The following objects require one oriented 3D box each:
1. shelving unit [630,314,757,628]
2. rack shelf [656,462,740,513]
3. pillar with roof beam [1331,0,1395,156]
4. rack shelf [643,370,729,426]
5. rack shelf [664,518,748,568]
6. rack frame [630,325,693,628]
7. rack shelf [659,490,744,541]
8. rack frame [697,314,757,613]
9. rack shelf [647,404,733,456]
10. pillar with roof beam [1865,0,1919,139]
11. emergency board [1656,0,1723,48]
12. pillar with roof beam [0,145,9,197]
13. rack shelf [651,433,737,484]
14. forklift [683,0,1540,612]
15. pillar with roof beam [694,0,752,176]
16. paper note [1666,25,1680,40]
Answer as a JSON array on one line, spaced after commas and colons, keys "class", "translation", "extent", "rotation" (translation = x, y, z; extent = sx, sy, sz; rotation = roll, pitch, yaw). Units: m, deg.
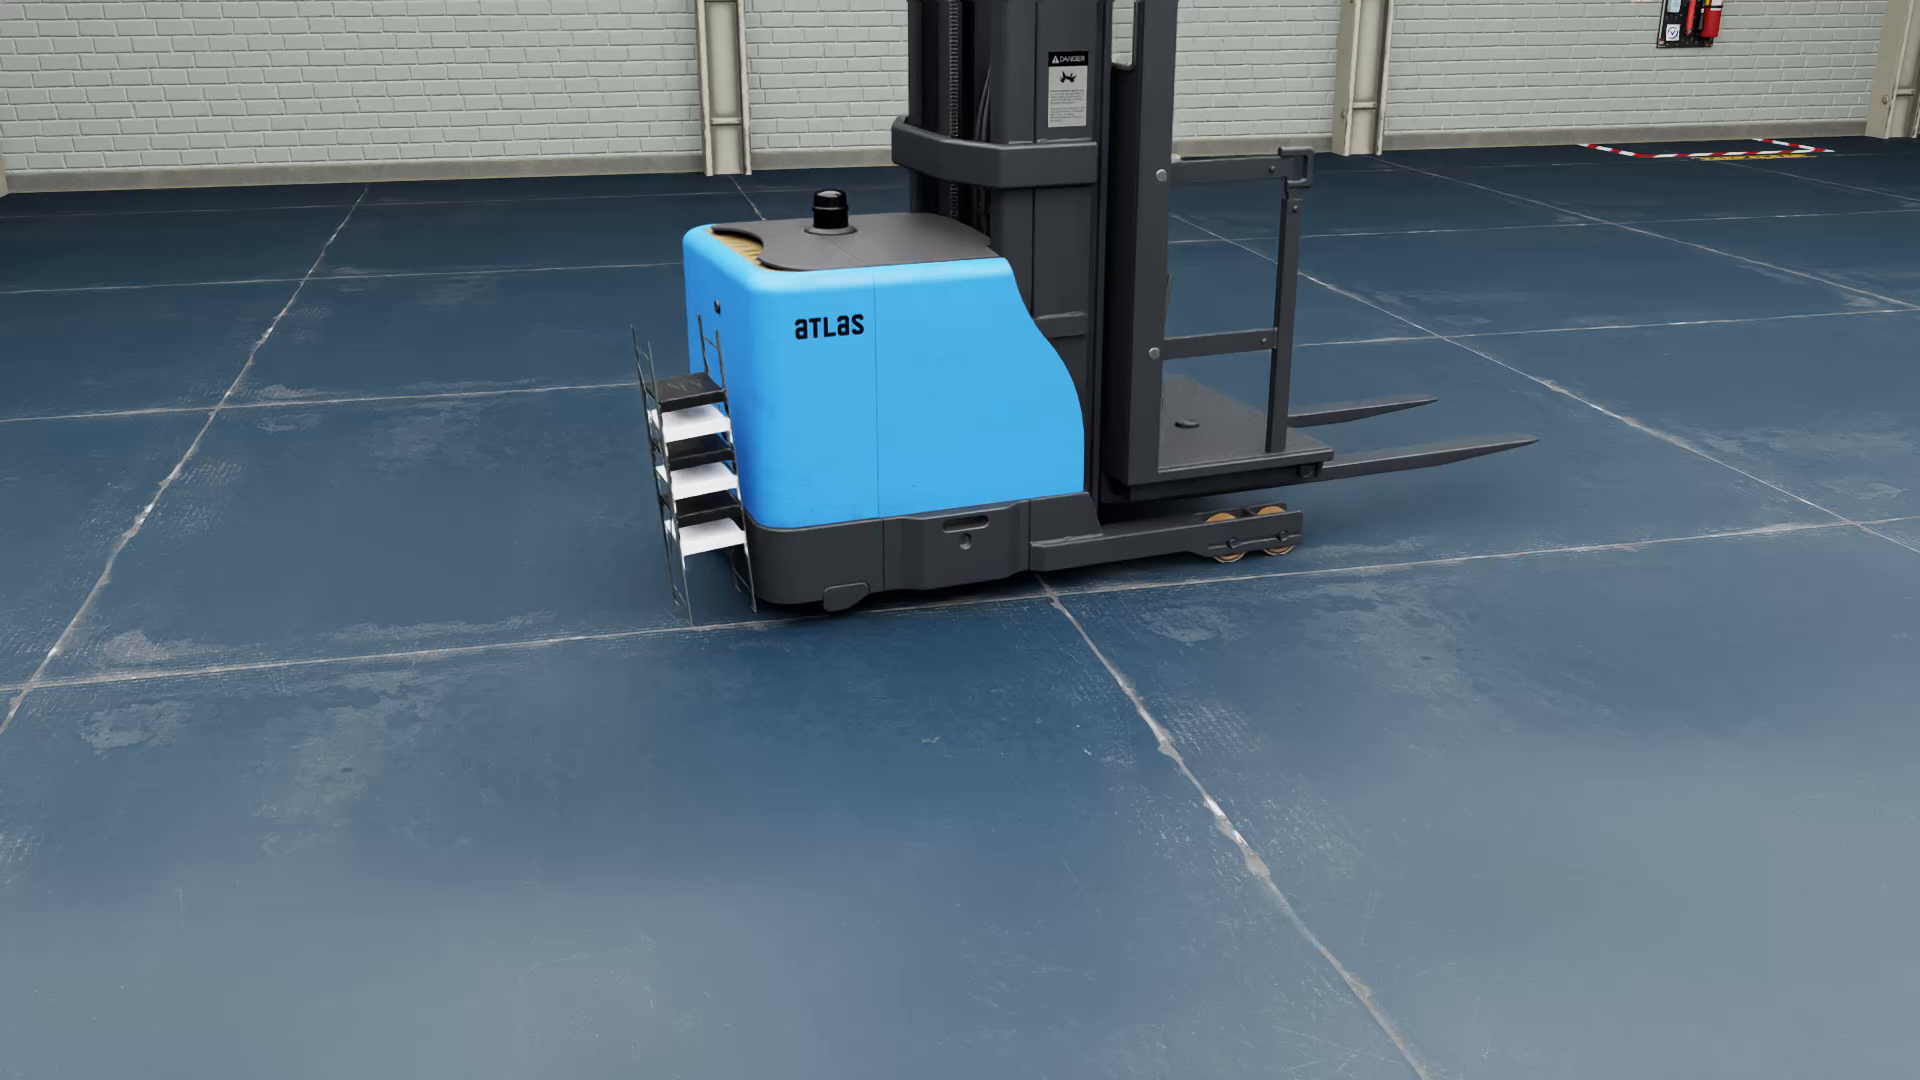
[{"class": "shelving unit", "translation": [-0.805, -0.207, 5.050], "extent": [0.210, 0.900, 0.258], "rotation": [-13, 23, -19]}, {"class": "rack shelf", "translation": [-0.802, -0.176, 5.062], "extent": [0.200, 0.077, 0.258], "rotation": [-13, 23, -19]}, {"class": "pillar with roof beam", "translation": [4.783, -6.491, 10.452], "extent": [0.400, 9.000, 9.100], "rotation": [-5, 21, -12]}, {"class": "rack shelf", "translation": [-0.823, -0.426, 4.962], "extent": [0.200, 0.077, 0.258], "rotation": [-13, 23, -19]}, {"class": "rack shelf", "translation": [-0.788, -0.010, 5.129], "extent": [0.200, 0.077, 0.258], "rotation": [-13, 23, -19]}, {"class": "rack frame", "translation": [-0.899, -0.186, 5.017], "extent": [0.006, 0.900, 0.240], "rotation": [-13, 23, -19]}, {"class": "rack shelf", "translation": [-0.795, -0.093, 5.095], "extent": [0.200, 0.077, 0.258], "rotation": [-13, 23, -19]}, {"class": "rack frame", "translation": [-0.711, -0.228, 5.083], "extent": [0.006, 0.900, 0.240], "rotation": [-13, 23, -19]}, {"class": "rack shelf", "translation": [-0.816, -0.343, 4.995], "extent": [0.200, 0.077, 0.258], "rotation": [-13, 23, -19]}, {"class": "pillar with roof beam", "translation": [10.622, -6.966, 11.748], "extent": [0.400, 9.000, 9.100], "rotation": [-5, 21, -12]}, {"class": "emergency board", "translation": [7.218, -5.407, 16.215], "extent": [0.643, 1.169, 0.194], "rotation": [-5, 21, -12]}, {"class": "pillar with roof beam", "translation": [-6.895, -5.541, 7.859], "extent": [0.400, 9.000, 9.100], "rotation": [-5, 21, -12]}, {"class": "rack shelf", "translation": [-0.809, -0.259, 5.029], "extent": [0.200, 0.077, 0.258], "rotation": [-13, 23, -19]}, {"class": "forklift", "translation": [0.630, -1.459, 5.536], "extent": [3.031, 2.935, 1.130], "rotation": [-8, 21, -20]}, {"class": "pillar with roof beam", "translation": [-1.056, -6.016, 9.156], "extent": [0.400, 9.000, 9.100], "rotation": [-5, 21, -12]}, {"class": "paper note", "translation": [7.029, -5.003, 16.391], "extent": [0.142, 0.148, 0.016], "rotation": [-5, 21, -12]}]
